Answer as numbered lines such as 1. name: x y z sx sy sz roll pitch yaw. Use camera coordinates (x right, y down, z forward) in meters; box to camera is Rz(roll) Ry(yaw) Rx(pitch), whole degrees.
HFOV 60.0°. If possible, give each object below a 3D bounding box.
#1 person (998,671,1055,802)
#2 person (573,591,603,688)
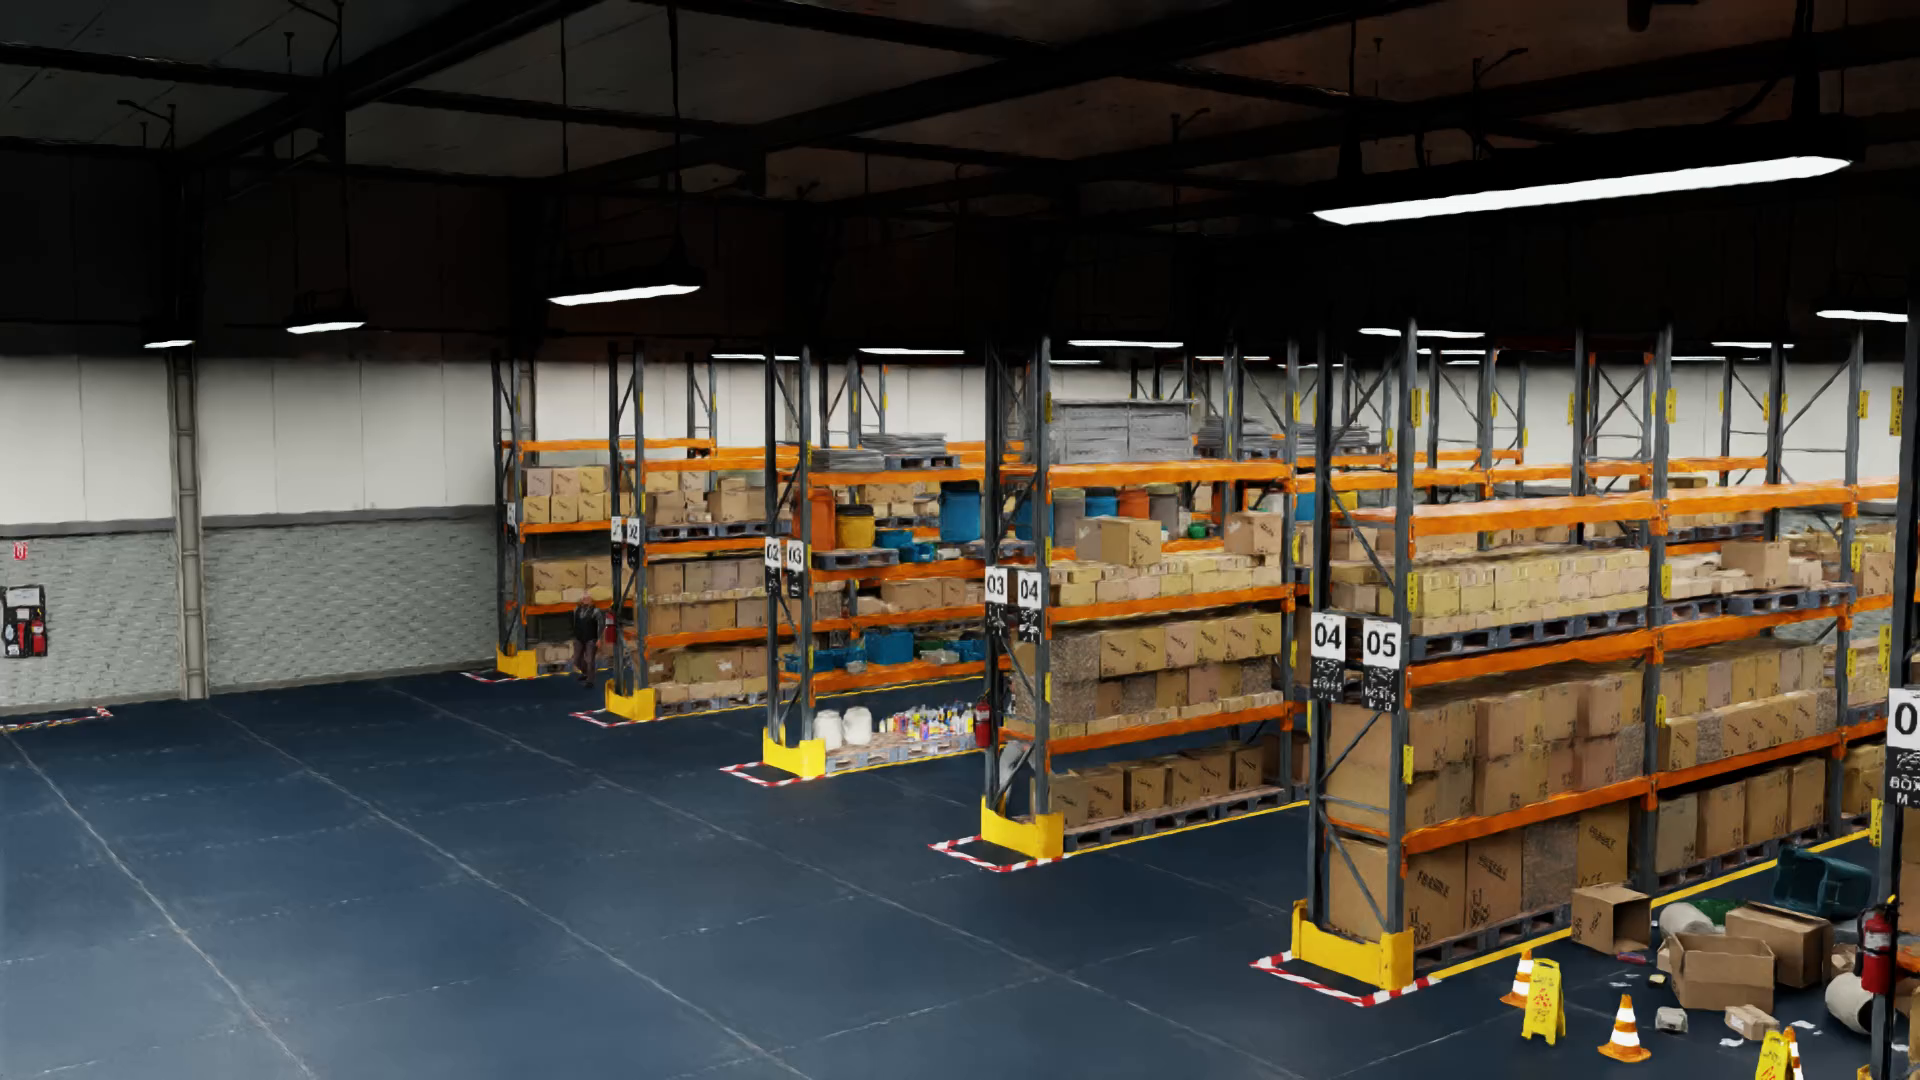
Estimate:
1. person: 0.816 2.480 20.919 0.957 1.702 0.580 -1 5 -16
2. person: -6.544 1.741 29.306 0.589 1.713 0.531 2 5 17
